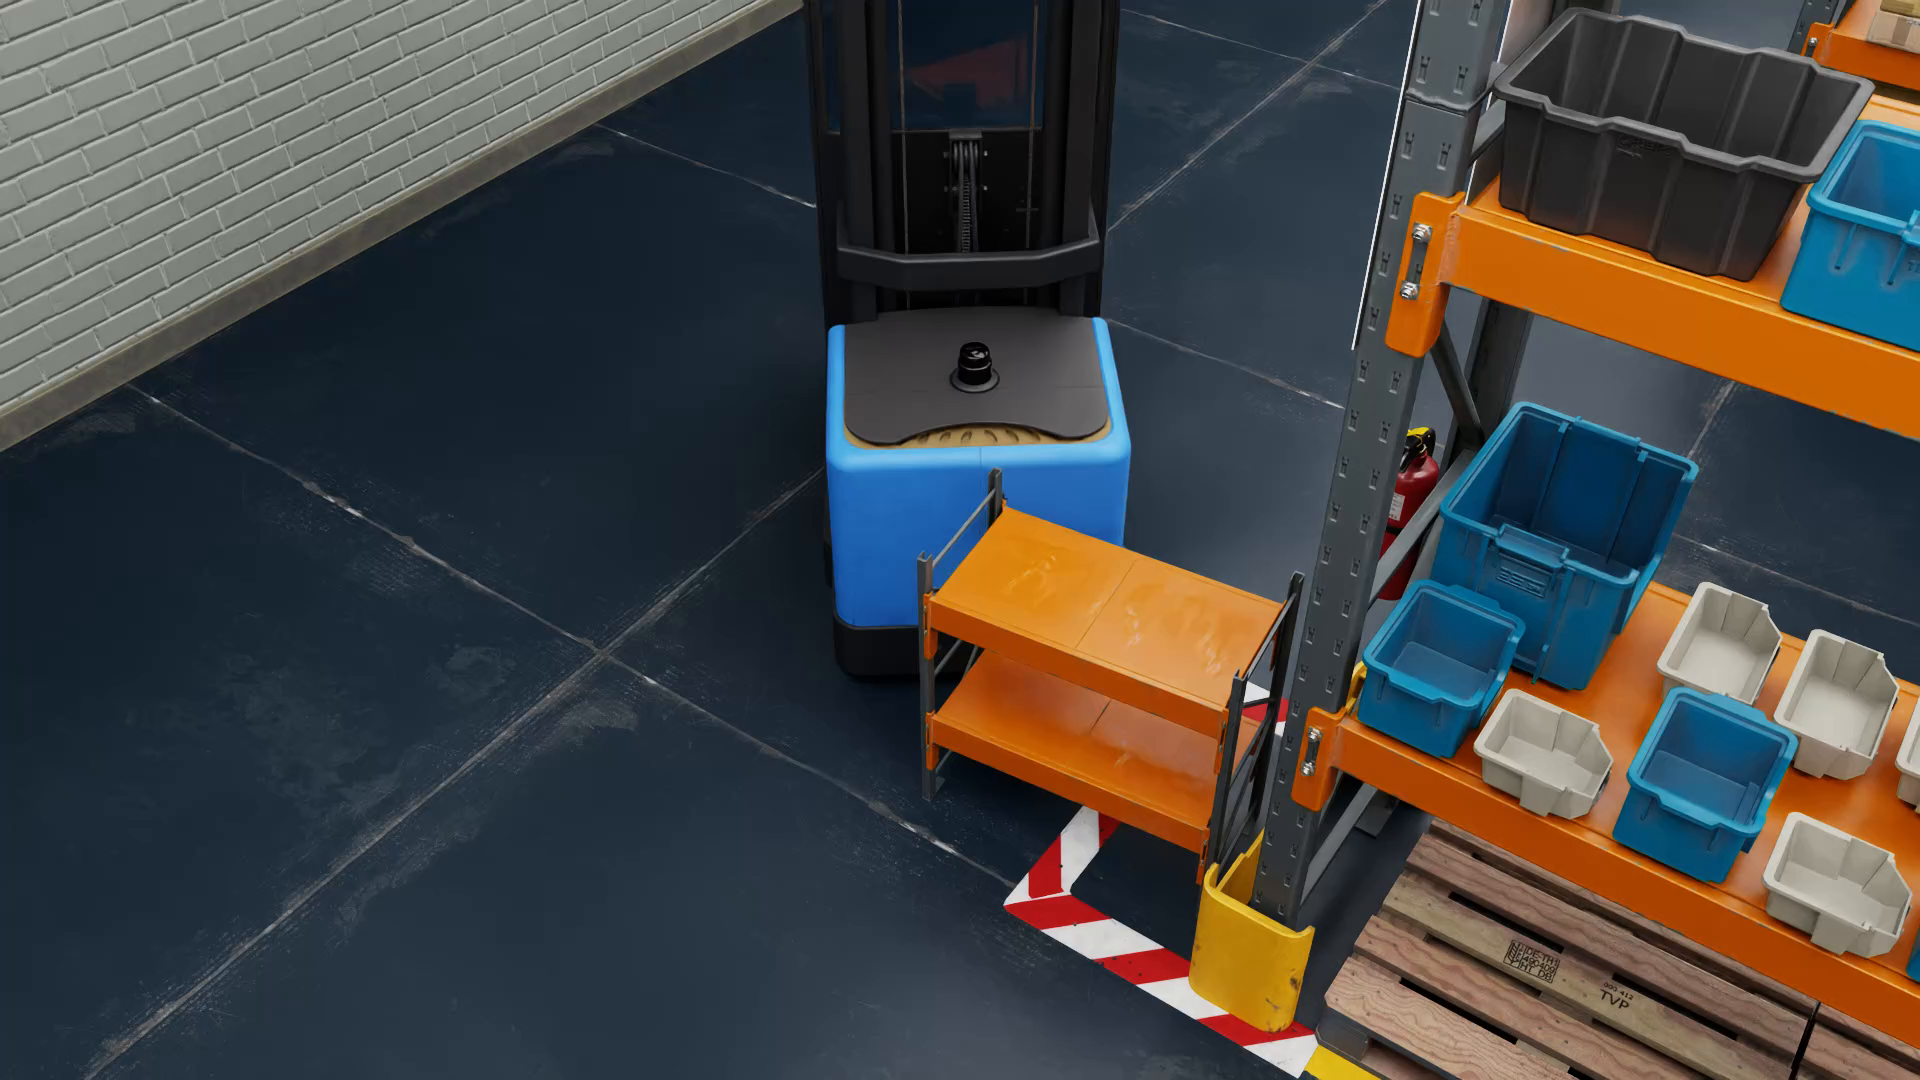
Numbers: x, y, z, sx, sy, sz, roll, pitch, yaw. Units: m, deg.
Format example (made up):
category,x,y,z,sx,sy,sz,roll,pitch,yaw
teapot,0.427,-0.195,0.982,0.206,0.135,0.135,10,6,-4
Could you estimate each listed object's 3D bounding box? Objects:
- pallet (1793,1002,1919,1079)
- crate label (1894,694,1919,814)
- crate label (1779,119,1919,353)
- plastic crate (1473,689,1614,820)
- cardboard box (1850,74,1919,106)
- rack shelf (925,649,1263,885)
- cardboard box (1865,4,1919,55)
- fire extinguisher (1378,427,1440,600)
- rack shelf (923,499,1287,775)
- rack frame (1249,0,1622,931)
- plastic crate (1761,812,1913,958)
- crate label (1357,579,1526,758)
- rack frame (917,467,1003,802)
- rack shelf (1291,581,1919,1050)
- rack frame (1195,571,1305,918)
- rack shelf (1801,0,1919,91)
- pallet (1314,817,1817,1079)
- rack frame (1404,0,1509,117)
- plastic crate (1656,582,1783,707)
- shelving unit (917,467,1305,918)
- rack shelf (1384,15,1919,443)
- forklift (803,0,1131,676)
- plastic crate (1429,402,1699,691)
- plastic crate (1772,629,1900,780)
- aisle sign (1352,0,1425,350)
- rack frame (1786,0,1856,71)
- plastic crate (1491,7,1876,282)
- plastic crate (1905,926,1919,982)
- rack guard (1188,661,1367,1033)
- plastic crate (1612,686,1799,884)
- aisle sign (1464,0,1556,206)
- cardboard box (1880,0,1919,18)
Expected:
category,x,y,z,sx,sy,sz,roll,pitch,yaw
pallet,2.840,1.865,4.508,1.213,0.211,1.003,25,48,25
crate label,2.435,0.522,4.069,0.243,0.136,0.396,25,48,25
crate label,1.763,-0.512,2.934,0.502,0.251,0.408,25,48,25
plastic crate,1.421,0.539,4.051,0.298,0.136,0.250,25,48,25
cardboard box,4.607,-1.846,7.842,0.875,0.875,0.875,25,48,25
rack shelf,0.449,0.680,5.513,1.000,0.278,0.538,20,46,21
cardboard box,4.138,-2.273,7.230,0.250,0.149,0.380,26,48,26
fire extinguisher,1.330,-0.117,4.969,0.183,0.674,0.296,25,48,25
rack shelf,0.449,0.280,5.155,1.000,0.278,0.538,20,46,21
rack frame,1.193,0.021,4.477,0.127,3.000,1.000,25,48,25
plastic crate,1.976,0.799,3.760,0.298,0.136,0.250,25,48,25
crate label,1.206,0.335,4.206,0.303,0.233,0.416,25,48,25
rack frame,0.003,0.335,5.532,0.032,1.125,0.500,20,46,21
rack shelf,2.830,1.055,3.861,4.000,0.370,1.077,25,48,25
rack frame,0.894,0.661,5.168,0.032,1.125,0.500,20,46,21
rack shelf,5.674,-1.649,6.883,4.000,0.370,1.077,25,48,25
pallet,1.846,1.397,5.030,1.213,0.211,1.003,25,48,25
rack frame,1.193,-2.215,2.477,0.127,3.000,1.000,25,48,25
plastic crate,1.964,0.310,4.306,0.243,0.136,0.396,25,48,25
shelving unit,0.449,0.498,5.350,1.048,1.125,0.538,20,46,21
rack shelf,2.830,-0.063,2.861,4.000,0.370,1.077,25,48,25
forklift,-0.005,-1.564,6.300,1.130,2.935,3.031,-2,42,-2
plastic crate,1.574,0.012,4.416,0.499,0.435,0.616,25,48,25
plastic crate,2.193,0.429,4.174,0.243,0.136,0.396,25,48,25
aisle sign,0.963,-0.813,3.460,0.004,0.787,0.394,25,48,25
rack frame,4.037,-2.683,7.499,0.127,3.000,1.000,25,48,25
plastic crate,1.348,-0.749,3.186,0.590,0.269,0.497,25,48,25
plastic crate,2.284,0.839,3.643,0.300,0.233,0.416,25,48,25
rack guard,1.166,0.950,5.313,0.348,0.500,1.175,25,48,25
plastic crate,1.745,0.587,3.925,0.300,0.233,0.416,25,48,25
aisle sign,1.302,-1.135,3.820,0.004,0.787,0.394,25,48,25
cardboard box,4.275,-2.407,7.080,0.500,0.250,0.500,24,47,24
